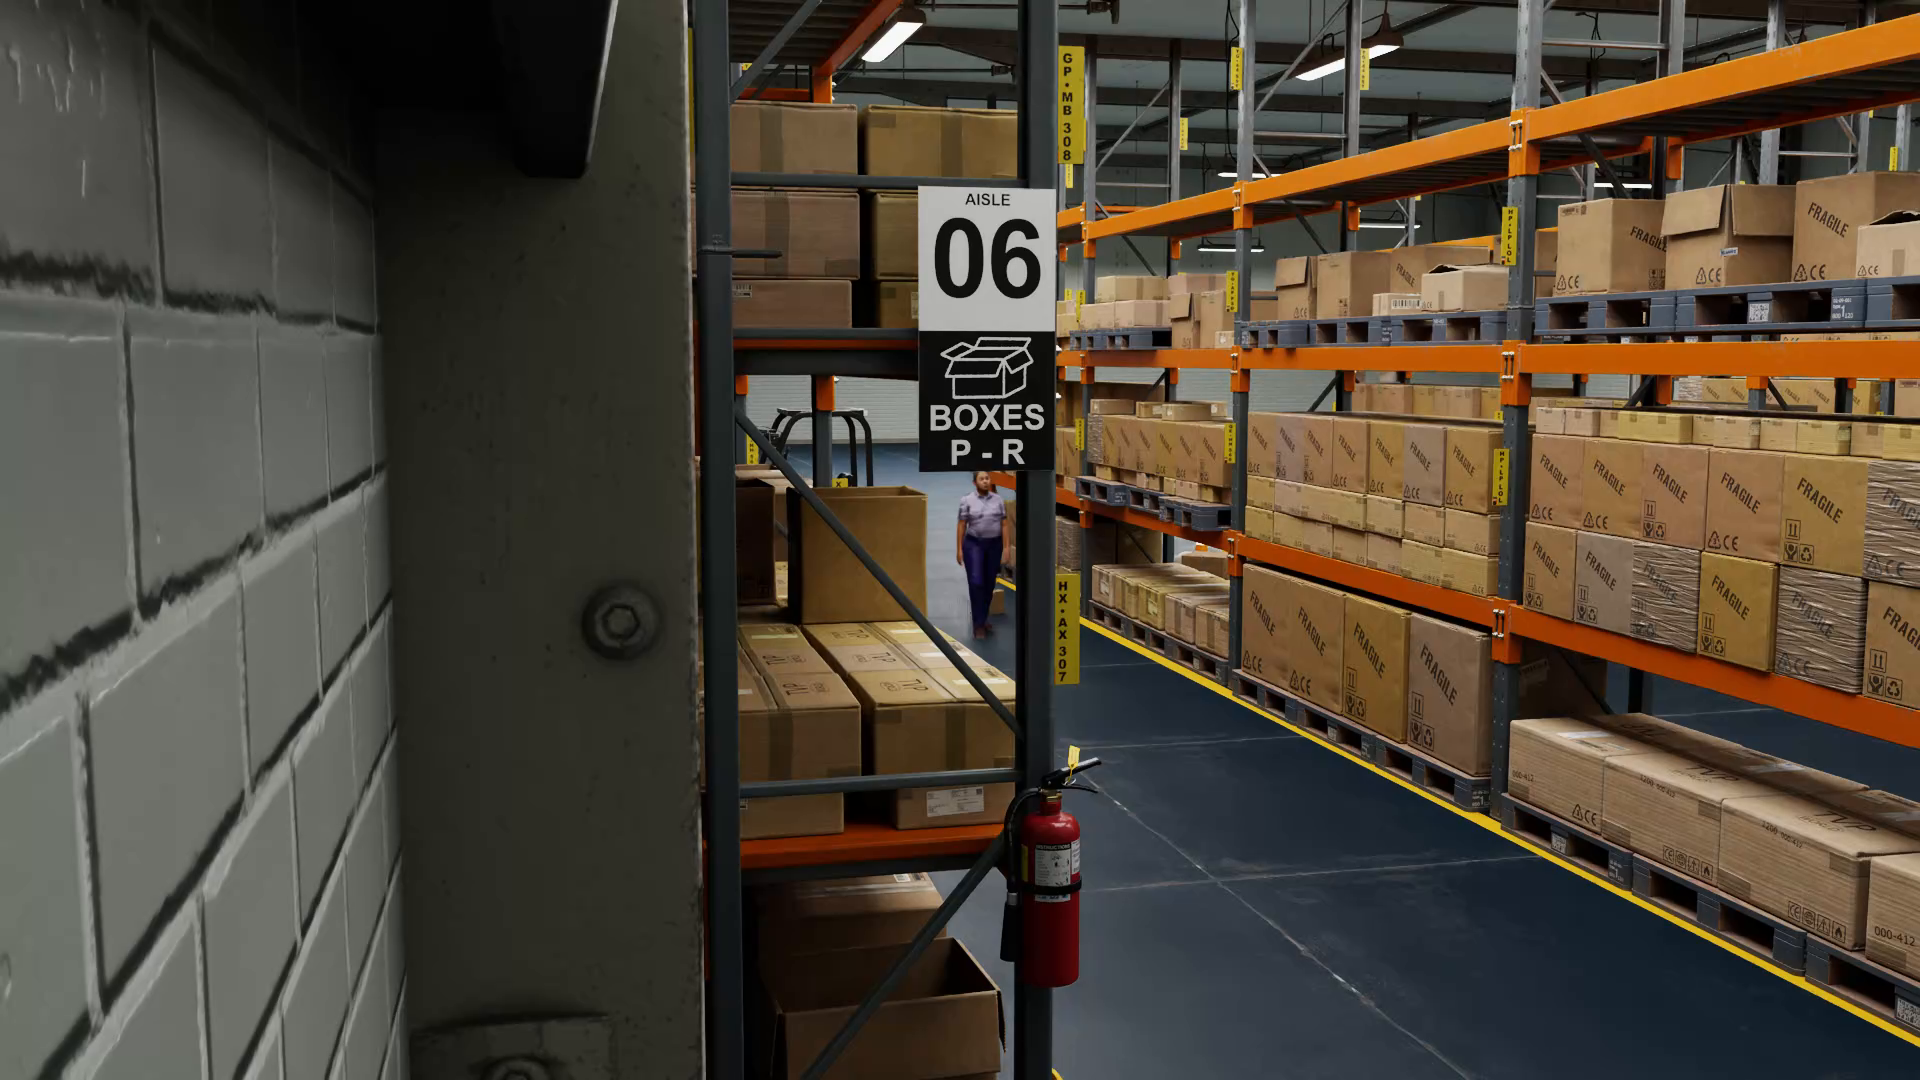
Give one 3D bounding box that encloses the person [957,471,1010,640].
[{"bbox_3d":[0.250,0.144,16.420,0.501,1.707,0.701,-2,7,-19],"label":"person"}]
